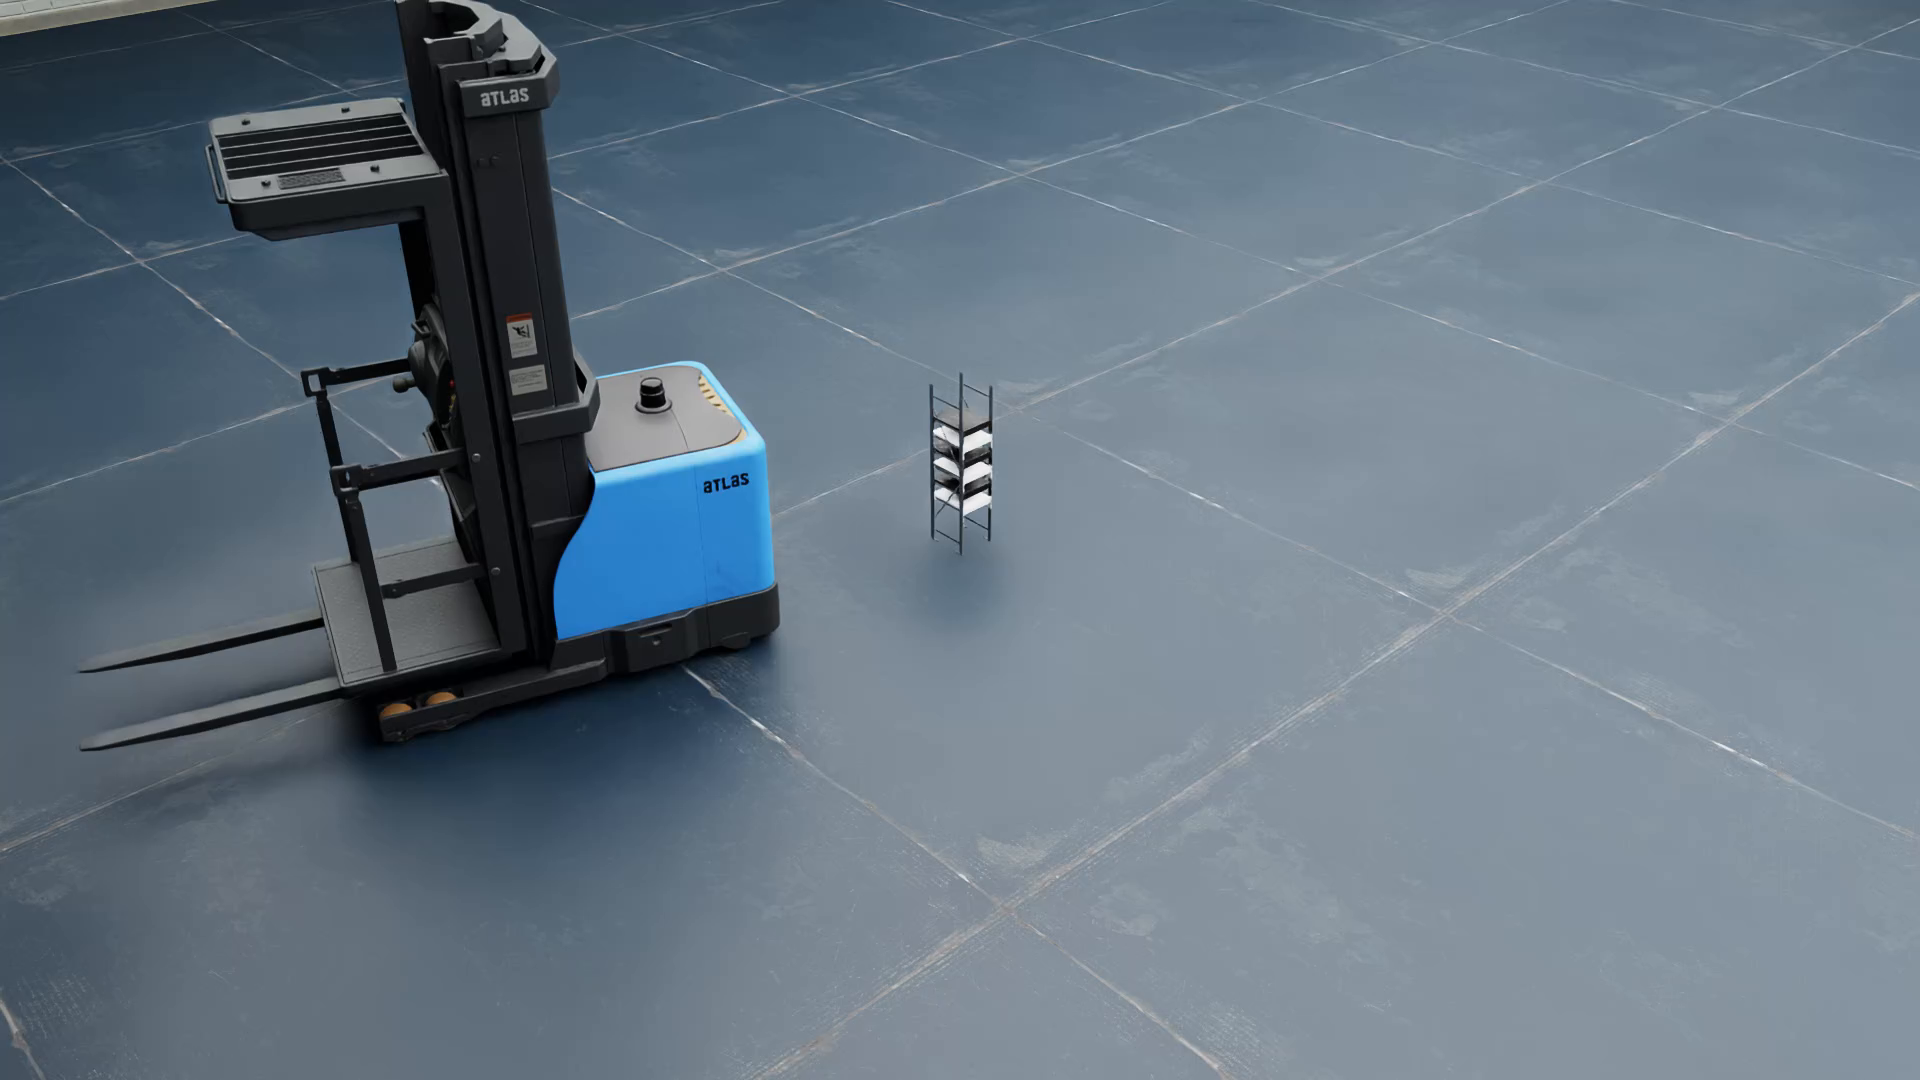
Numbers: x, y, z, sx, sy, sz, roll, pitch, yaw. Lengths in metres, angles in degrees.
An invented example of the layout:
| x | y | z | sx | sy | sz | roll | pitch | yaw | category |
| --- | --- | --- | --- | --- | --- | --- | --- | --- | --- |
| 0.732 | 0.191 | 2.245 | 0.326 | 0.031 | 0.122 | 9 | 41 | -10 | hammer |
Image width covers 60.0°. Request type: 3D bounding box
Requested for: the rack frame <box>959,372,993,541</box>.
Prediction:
| x | y | z | sx | sy | sz | roll | pitch | yaw | category |
| --- | --- | --- | --- | --- | --- | --- | --- | --- | --- |
| 0.081 | -0.423 | 8.579 | 0.006 | 0.900 | 0.240 | -26 | 40 | -35 | rack frame |

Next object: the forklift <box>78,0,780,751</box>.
| x | y | z | sx | sy | sz | roll | pitch | yaw | category |
| --- | --- | --- | --- | --- | --- | --- | --- | --- | --- |
| -2.419 | -0.679 | 7.051 | 3.031 | 2.935 | 1.130 | -14 | 34 | -21 | forklift |

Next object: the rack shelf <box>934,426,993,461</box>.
| x | y | z | sx | sy | sz | roll | pitch | yaw | category |
| --- | --- | --- | --- | --- | --- | --- | --- | --- | --- |
| 0.006 | -0.512 | 8.443 | 0.200 | 0.077 | 0.258 | -26 | 40 | -35 | rack shelf |

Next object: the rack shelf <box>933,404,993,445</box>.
| x | y | z | sx | sy | sz | roll | pitch | yaw | category |
| --- | --- | --- | --- | --- | --- | --- | --- | --- | --- |
| 0.006 | -0.589 | 8.396 | 0.200 | 0.077 | 0.258 | -26 | 40 | -35 | rack shelf |

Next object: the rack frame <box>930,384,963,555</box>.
| x | y | z | sx | sy | sz | roll | pitch | yaw | category |
| --- | --- | --- | --- | --- | --- | --- | --- | --- | --- |
| -0.069 | -0.351 | 8.461 | 0.006 | 0.900 | 0.240 | -26 | 40 | -35 | rack frame |

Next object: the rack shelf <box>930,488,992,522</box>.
| x | y | z | sx | sy | sz | roll | pitch | yaw | category |
| --- | --- | --- | --- | --- | --- | --- | --- | --- | --- |
| 0.006 | -0.205 | 8.631 | 0.200 | 0.077 | 0.258 | -26 | 40 | -35 | rack shelf |

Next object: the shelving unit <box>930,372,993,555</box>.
| x | y | z | sx | sy | sz | roll | pitch | yaw | category |
| --- | --- | --- | --- | --- | --- | --- | --- | --- | --- |
| 0.006 | -0.387 | 8.520 | 0.210 | 0.900 | 0.258 | -26 | 40 | -35 | shelving unit |

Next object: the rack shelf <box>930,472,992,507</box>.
| x | y | z | sx | sy | sz | roll | pitch | yaw | category |
| --- | --- | --- | --- | --- | --- | --- | --- | --- | --- |
| 0.006 | -0.282 | 8.584 | 0.200 | 0.077 | 0.258 | -26 | 40 | -35 | rack shelf |

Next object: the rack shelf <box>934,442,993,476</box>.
| x | y | z | sx | sy | sz | roll | pitch | yaw | category |
| --- | --- | --- | --- | --- | --- | --- | --- | --- | --- |
| 0.006 | -0.435 | 8.490 | 0.200 | 0.077 | 0.258 | -26 | 40 | -35 | rack shelf |

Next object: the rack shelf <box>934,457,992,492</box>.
| x | y | z | sx | sy | sz | roll | pitch | yaw | category |
| --- | --- | --- | --- | --- | --- | --- | --- | --- | --- |
| 0.006 | -0.358 | 8.537 | 0.200 | 0.077 | 0.258 | -26 | 40 | -35 | rack shelf |
